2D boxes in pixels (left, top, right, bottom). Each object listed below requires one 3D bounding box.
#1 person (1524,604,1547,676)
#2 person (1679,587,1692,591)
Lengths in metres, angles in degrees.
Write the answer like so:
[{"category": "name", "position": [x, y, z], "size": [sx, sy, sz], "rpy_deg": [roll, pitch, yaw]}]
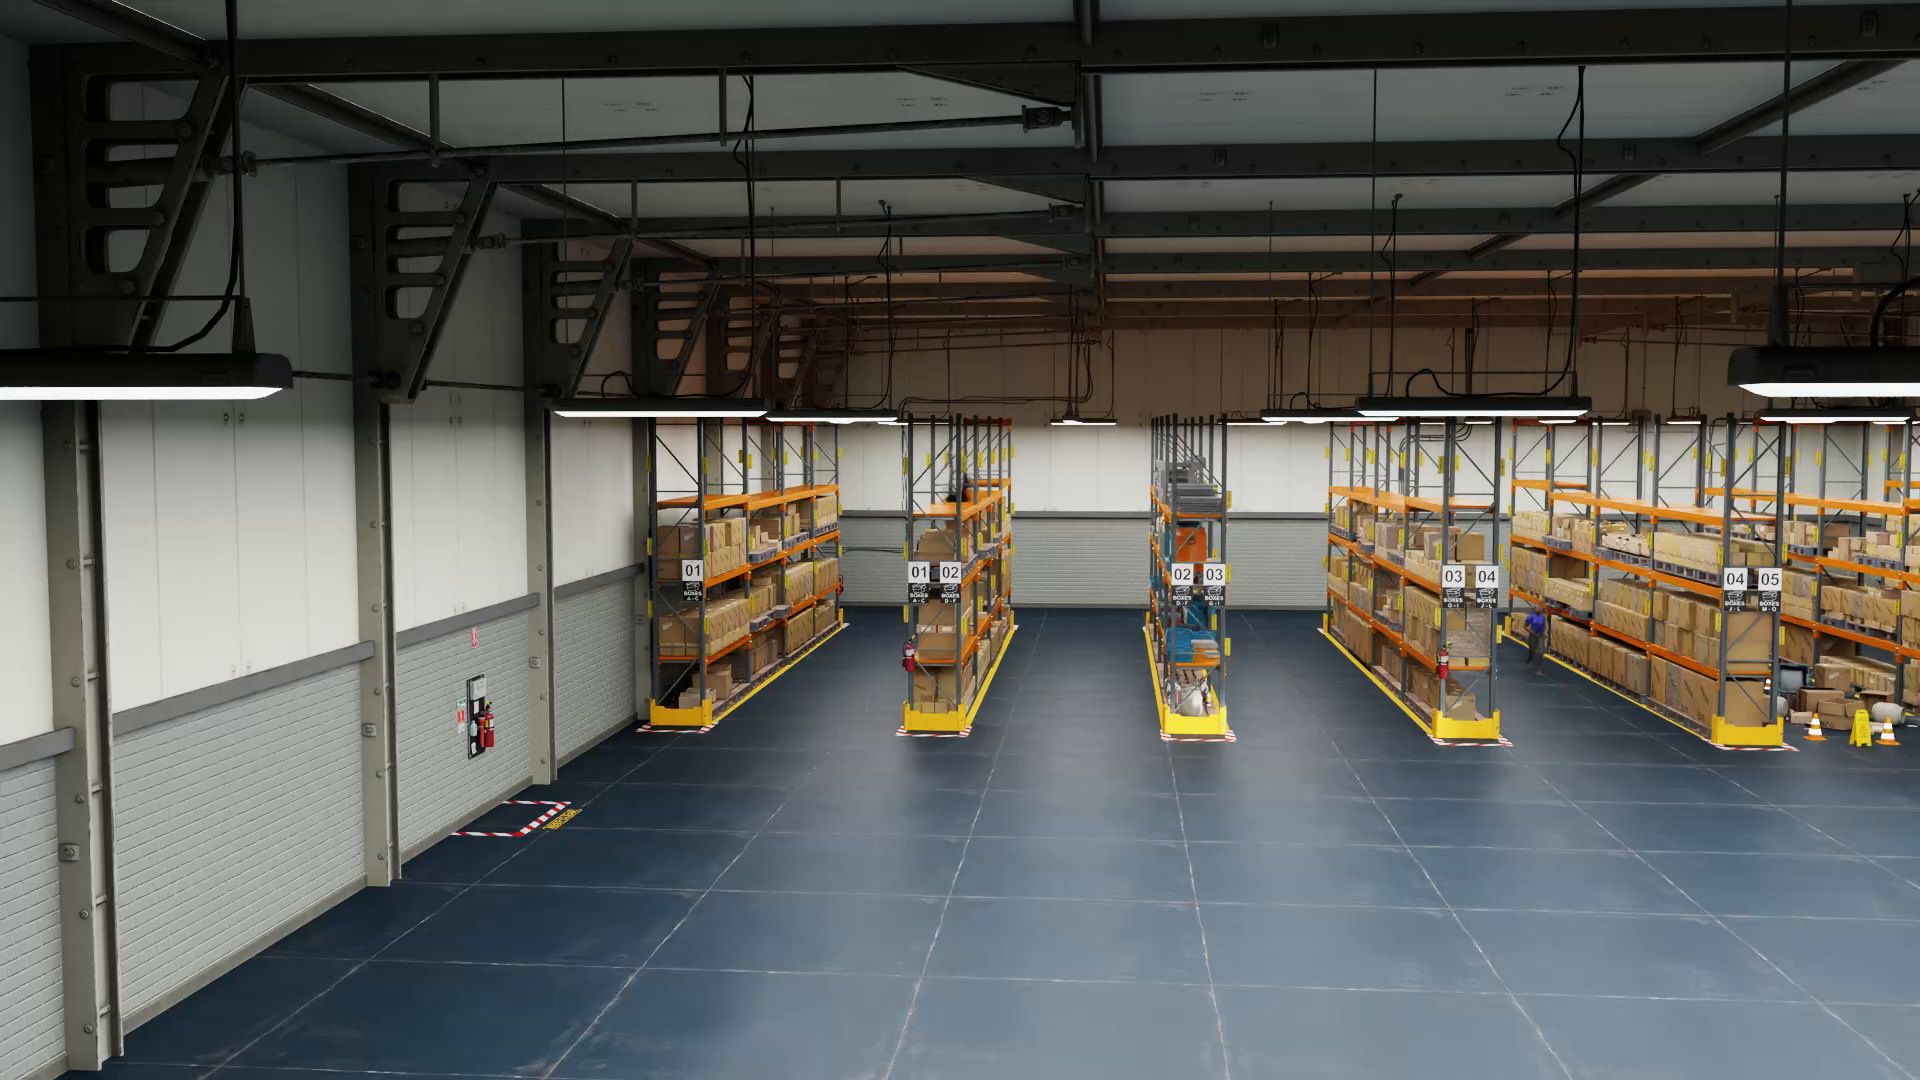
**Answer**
[{"category": "person", "position": [13.426, 2.298, 38.789], "size": [0.584, 1.646, 0.822], "rpy_deg": [0, 4, -1]}, {"category": "person", "position": [20.479, 1.703, 47.042], "size": [0.542, 1.713, 0.716], "rpy_deg": [1, 4, 11]}]
